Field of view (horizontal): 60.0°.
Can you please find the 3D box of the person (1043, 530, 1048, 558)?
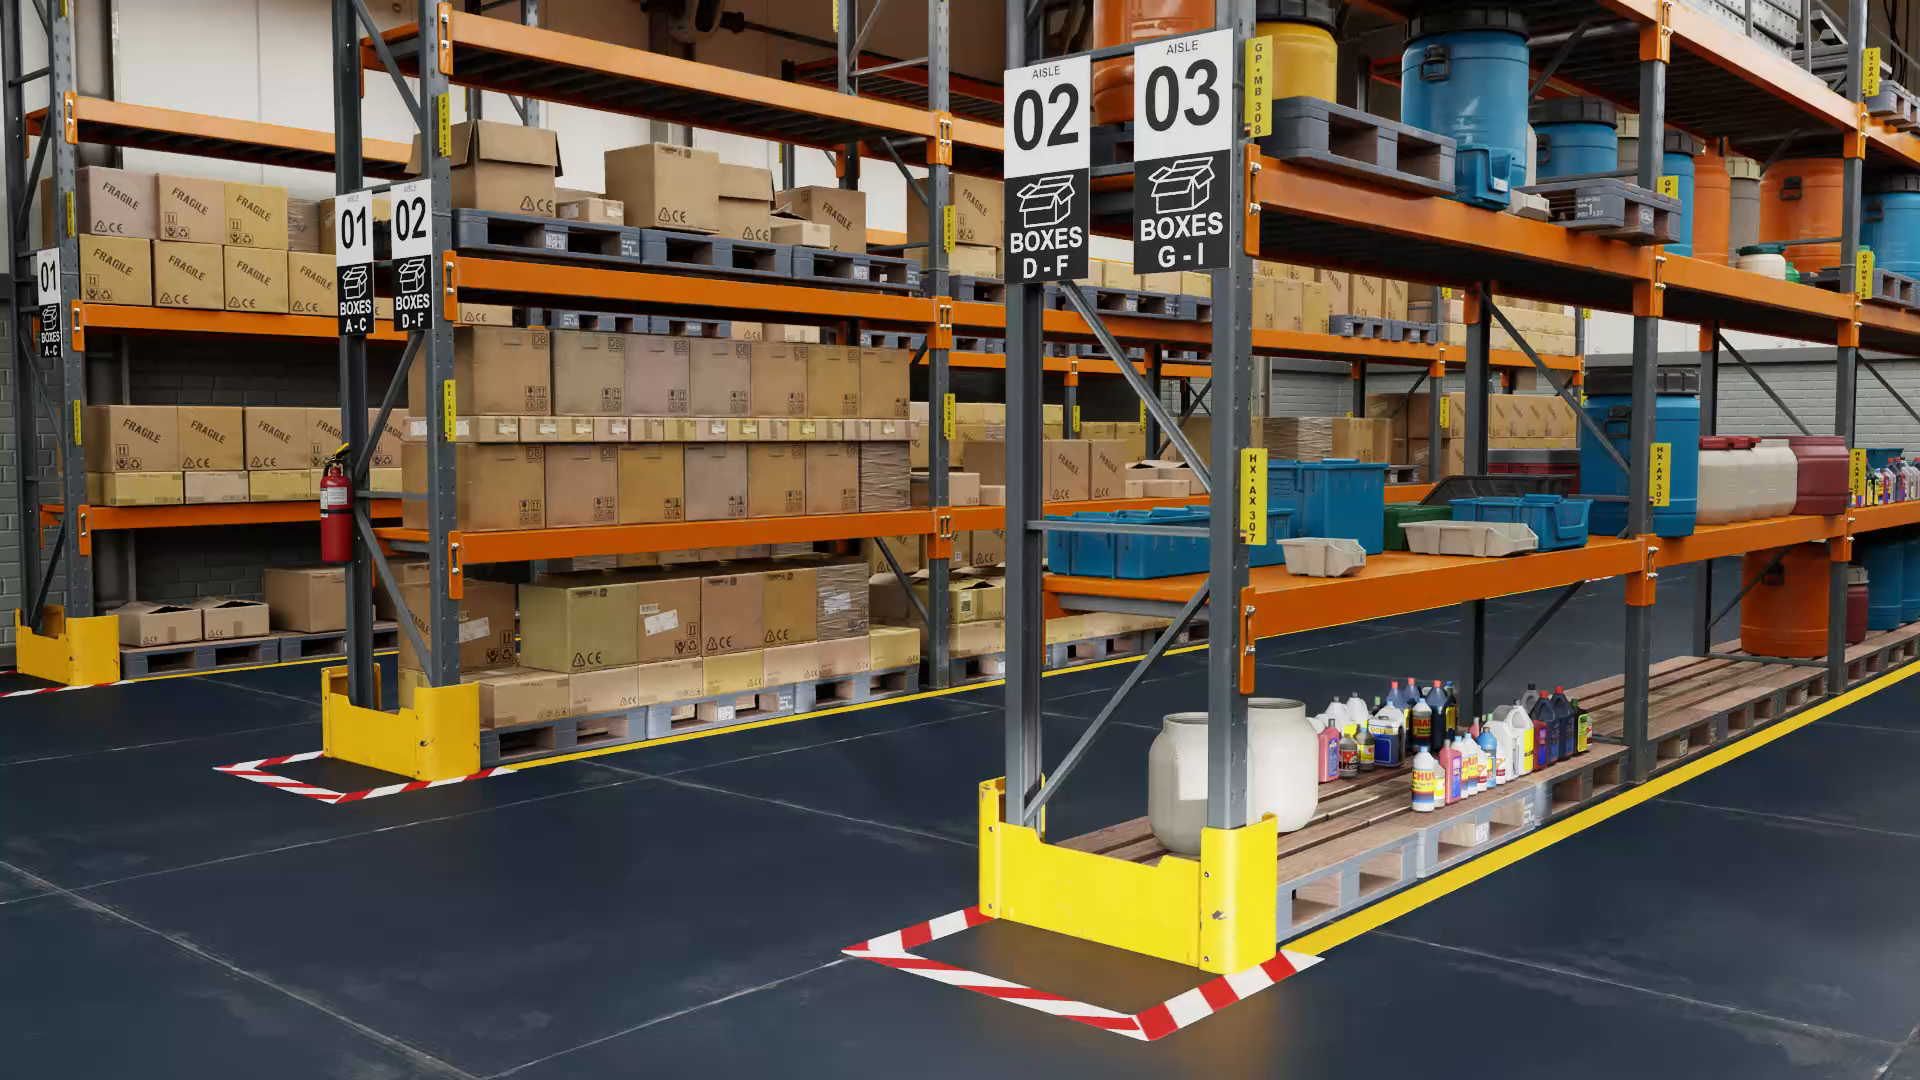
[{"bbox_3d":[0.997,-0.077,17.086,0.469,1.675,0.653,-2,4,-33],"label":"person"}]
